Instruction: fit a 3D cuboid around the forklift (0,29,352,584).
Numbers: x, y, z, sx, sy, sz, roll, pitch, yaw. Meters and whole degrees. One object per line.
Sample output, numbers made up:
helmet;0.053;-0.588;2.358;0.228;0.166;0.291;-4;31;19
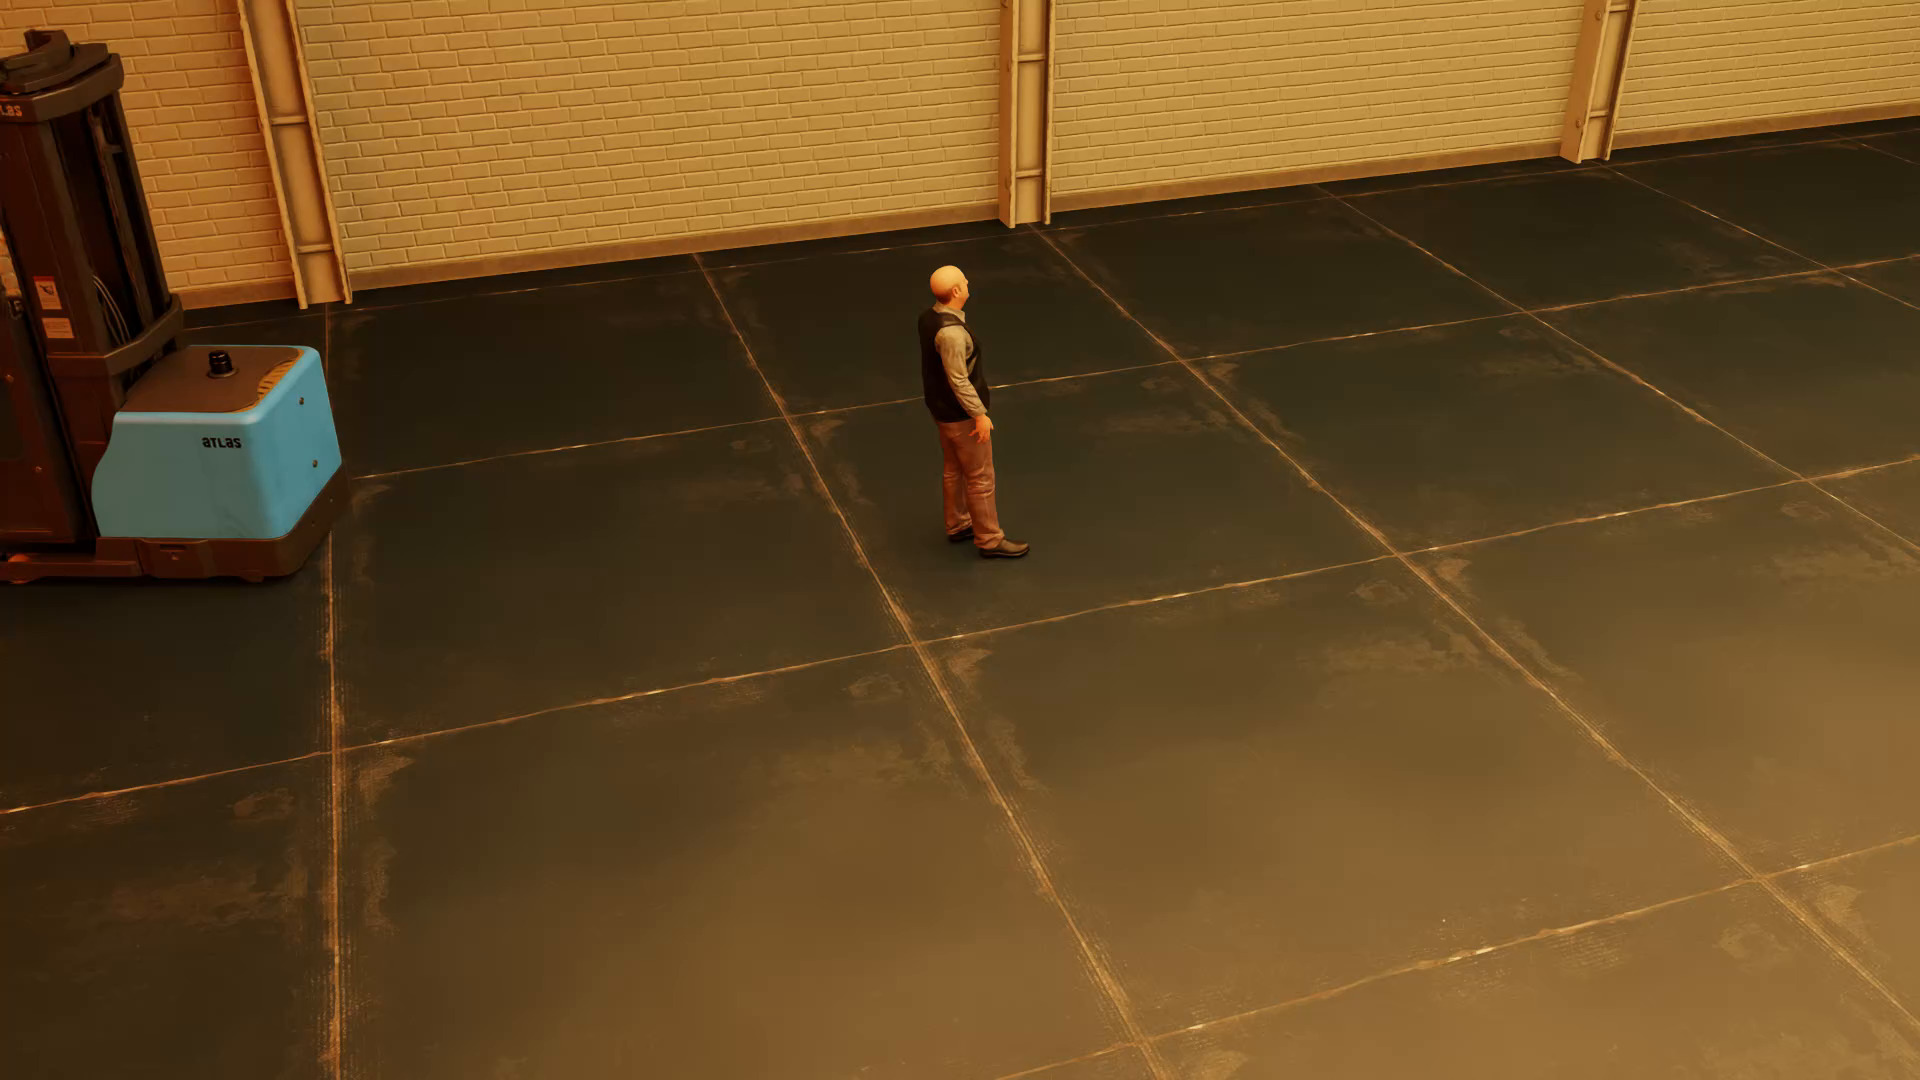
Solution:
forklift;-5.311;-1.279;9.310;3.031;2.935;1.130;1;30;1

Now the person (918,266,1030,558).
person;0.061;-0.758;9.603;0.568;1.720;0.632;-10;31;-16
